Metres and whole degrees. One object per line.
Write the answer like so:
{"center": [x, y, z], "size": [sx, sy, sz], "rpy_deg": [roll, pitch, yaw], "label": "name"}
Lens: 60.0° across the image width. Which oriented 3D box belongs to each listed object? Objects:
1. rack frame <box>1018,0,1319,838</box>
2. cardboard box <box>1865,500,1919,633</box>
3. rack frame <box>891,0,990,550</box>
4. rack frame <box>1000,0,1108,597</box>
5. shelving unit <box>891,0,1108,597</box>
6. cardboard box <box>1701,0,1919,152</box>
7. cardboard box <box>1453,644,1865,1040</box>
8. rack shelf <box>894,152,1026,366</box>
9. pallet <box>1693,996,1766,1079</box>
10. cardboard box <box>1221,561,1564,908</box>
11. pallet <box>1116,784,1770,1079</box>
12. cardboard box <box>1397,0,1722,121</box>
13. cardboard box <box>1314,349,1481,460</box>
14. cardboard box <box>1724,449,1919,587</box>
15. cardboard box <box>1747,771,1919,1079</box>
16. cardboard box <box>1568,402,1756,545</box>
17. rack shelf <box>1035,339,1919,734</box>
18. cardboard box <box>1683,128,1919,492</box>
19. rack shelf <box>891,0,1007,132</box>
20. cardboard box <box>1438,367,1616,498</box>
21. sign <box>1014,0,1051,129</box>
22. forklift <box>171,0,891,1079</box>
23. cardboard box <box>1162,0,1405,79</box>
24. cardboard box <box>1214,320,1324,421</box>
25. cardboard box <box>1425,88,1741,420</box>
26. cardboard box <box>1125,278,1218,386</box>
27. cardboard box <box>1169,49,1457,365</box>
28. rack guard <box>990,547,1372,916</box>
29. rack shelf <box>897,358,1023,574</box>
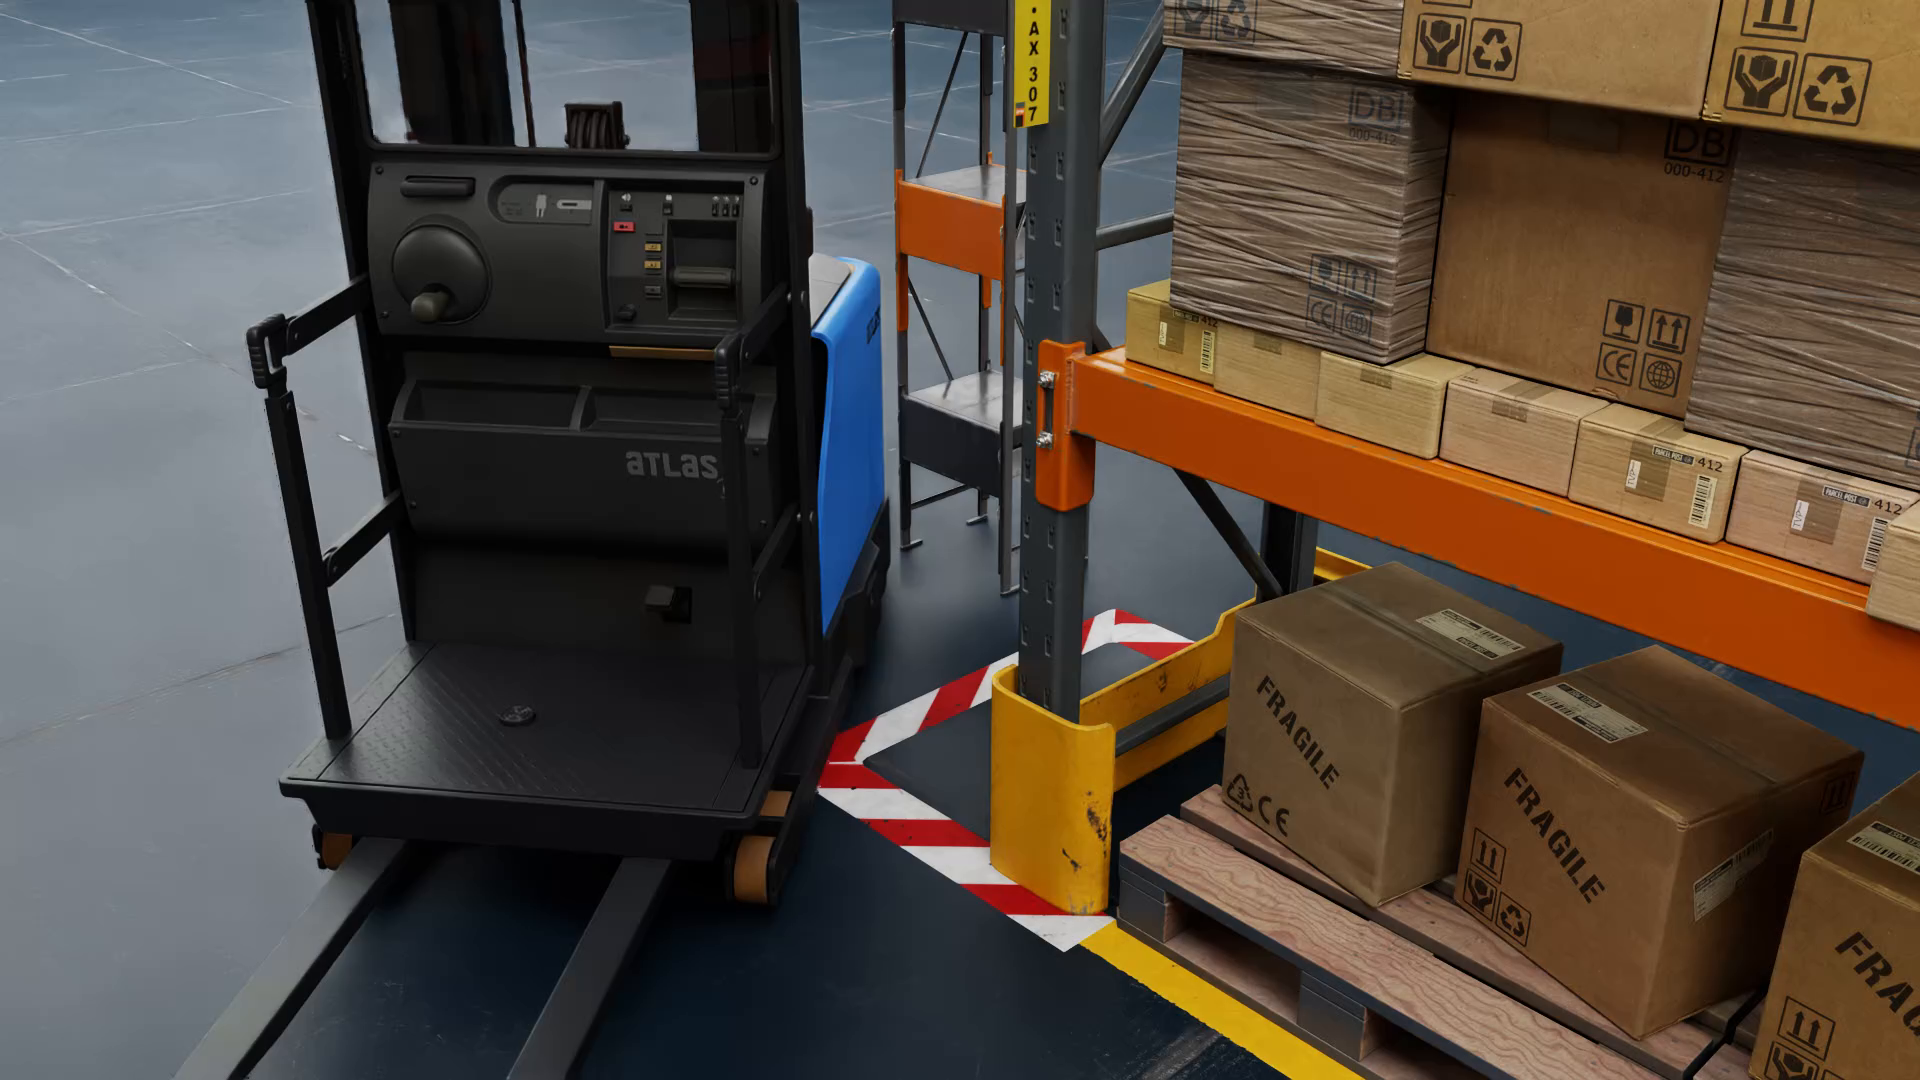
{"center": [0.538, -0.725, 3.725], "size": [1.000, 3.000, 0.127], "rpy_deg": [-21, 32, -38], "label": "rack frame"}
{"center": [1.514, 0.026, 2.383], "size": [0.380, 0.149, 0.250], "rpy_deg": [-21, 32, -38], "label": "cardboard box"}
{"center": [-0.054, -0.979, 5.366], "size": [0.400, 2.100, 0.015], "rpy_deg": [-21, 32, -38], "label": "rack frame"}
{"center": [0.280, -0.831, 5.042], "size": [0.400, 2.100, 0.015], "rpy_deg": [-21, 32, -38], "label": "rack frame"}
{"center": [0.113, -0.905, 5.204], "size": [0.431, 2.100, 0.503], "rpy_deg": [-21, 32, -38], "label": "shelving unit"}
{"center": [1.395, -0.812, 2.232], "size": [0.500, 0.500, 0.500], "rpy_deg": [-21, 32, -38], "label": "cardboard box"}
{"center": [1.387, 0.587, 3.355], "size": [0.500, 0.500, 0.500], "rpy_deg": [-12, 27, -25], "label": "cardboard box"}
{"center": [0.113, -0.893, 5.210], "size": [0.431, 0.518, 0.480], "rpy_deg": [-21, 32, -38], "label": "rack shelf"}
{"center": [1.950, 1.193, 2.881], "size": [1.003, 0.211, 1.213], "rpy_deg": [-21, 32, -38], "label": "pallet"}
{"center": [0.953, 0.415, 3.731], "size": [0.500, 0.500, 0.500], "rpy_deg": [-15, 28, -29], "label": "cardboard box"}
{"center": [1.120, 0.823, 3.691], "size": [1.003, 0.211, 1.213], "rpy_deg": [-21, 32, -38], "label": "pallet"}
{"center": [1.052, -0.963, 2.563], "size": [0.500, 0.500, 0.500], "rpy_deg": [-21, 32, -38], "label": "cardboard box"}
{"center": [0.876, -0.295, 3.086], "size": [0.380, 0.149, 0.250], "rpy_deg": [-21, 32, -38], "label": "cardboard box"}
{"center": [1.418, -0.080, 2.613], "size": [0.380, 0.149, 0.250], "rpy_deg": [-21, 32, -38], "label": "cardboard box"}
{"center": [1.801, 0.782, 2.928], "size": [0.500, 0.500, 0.500], "rpy_deg": [-18, 30, -34], "label": "cardboard box"}
{"center": [1.228, -0.148, 2.762], "size": [0.380, 0.149, 0.250], "rpy_deg": [-21, 32, -38], "label": "cardboard box"}
{"center": [1.905, 0.208, 2.546], "size": [1.077, 0.370, 4.000], "rpy_deg": [-21, 32, -38], "label": "rack shelf"}
{"center": [1.634, -0.450, 2.643], "size": [0.875, 0.500, 0.500], "rpy_deg": [-21, 32, -38], "label": "cardboard box"}
{"center": [0.113, -1.530, 4.919], "size": [0.431, 0.518, 0.480], "rpy_deg": [-21, 32, -38], "label": "rack shelf"}
{"center": [1.062, -0.225, 2.933], "size": [0.380, 0.149, 0.250], "rpy_deg": [-21, 32, -38], "label": "cardboard box"}
{"center": [0.143, -0.965, 3.207], "size": [0.100, 0.325, 0.005], "rpy_deg": [-21, 32, -38], "label": "sign"}
{"center": [-0.928, -0.635, 3.610], "size": [1.130, 2.935, 3.031], "rpy_deg": [3, 25, 7], "label": "forklift"}
{"center": [0.715, -1.117, 2.900], "size": [0.500, 0.500, 0.500], "rpy_deg": [-21, 32, -38], "label": "cardboard box"}
{"center": [0.716, -0.375, 3.261], "size": [0.380, 0.149, 0.250], "rpy_deg": [-21, 32, -38], "label": "cardboard box"}
{"center": [1.324, -0.614, 3.002], "size": [0.875, 0.500, 0.500], "rpy_deg": [-21, 32, -38], "label": "cardboard box"}
{"center": [0.559, -0.456, 3.439], "size": [0.380, 0.149, 0.250], "rpy_deg": [-21, 32, -38], "label": "cardboard box"}
{"center": [0.894, -0.731, 3.260], "size": [0.875, 0.500, 0.500], "rpy_deg": [-21, 32, -38], "label": "cardboard box"}
{"center": [0.590, 0.436, 4.193], "size": [1.175, 0.500, 0.348], "rpy_deg": [-21, 32, -38], "label": "rack guard"}
{"center": [0.113, -0.256, 5.500], "size": [0.431, 0.518, 0.480], "rpy_deg": [-21, 32, -38], "label": "rack shelf"}
